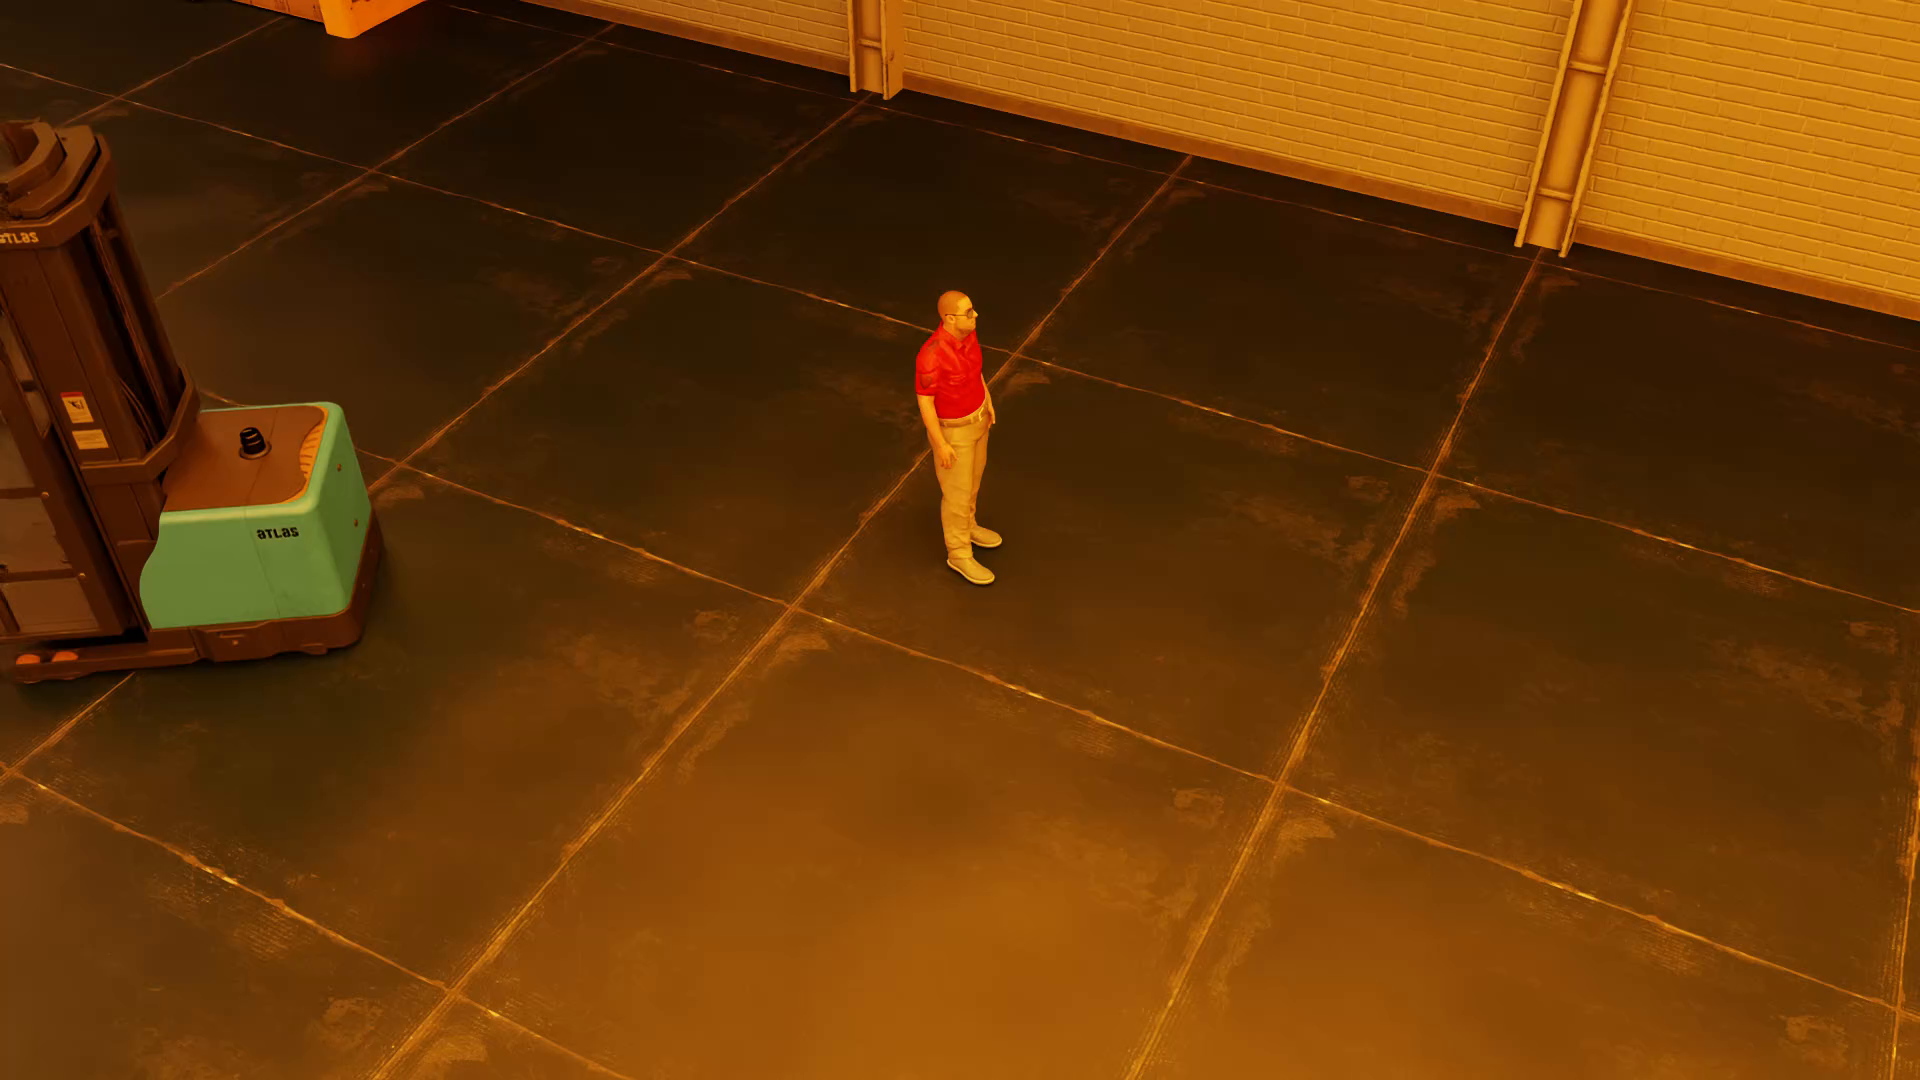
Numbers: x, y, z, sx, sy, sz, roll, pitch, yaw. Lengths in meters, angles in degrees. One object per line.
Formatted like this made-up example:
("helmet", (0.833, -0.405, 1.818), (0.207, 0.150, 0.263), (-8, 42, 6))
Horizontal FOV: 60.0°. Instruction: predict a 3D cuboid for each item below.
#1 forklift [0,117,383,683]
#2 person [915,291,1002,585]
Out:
("forklift", (-4.978, -0.682, 8.796), (3.031, 2.935, 1.130), (-5, 40, -5))
("person", (0.074, -0.633, 9.660), (0.551, 1.727, 0.640), (18, 43, 21))
